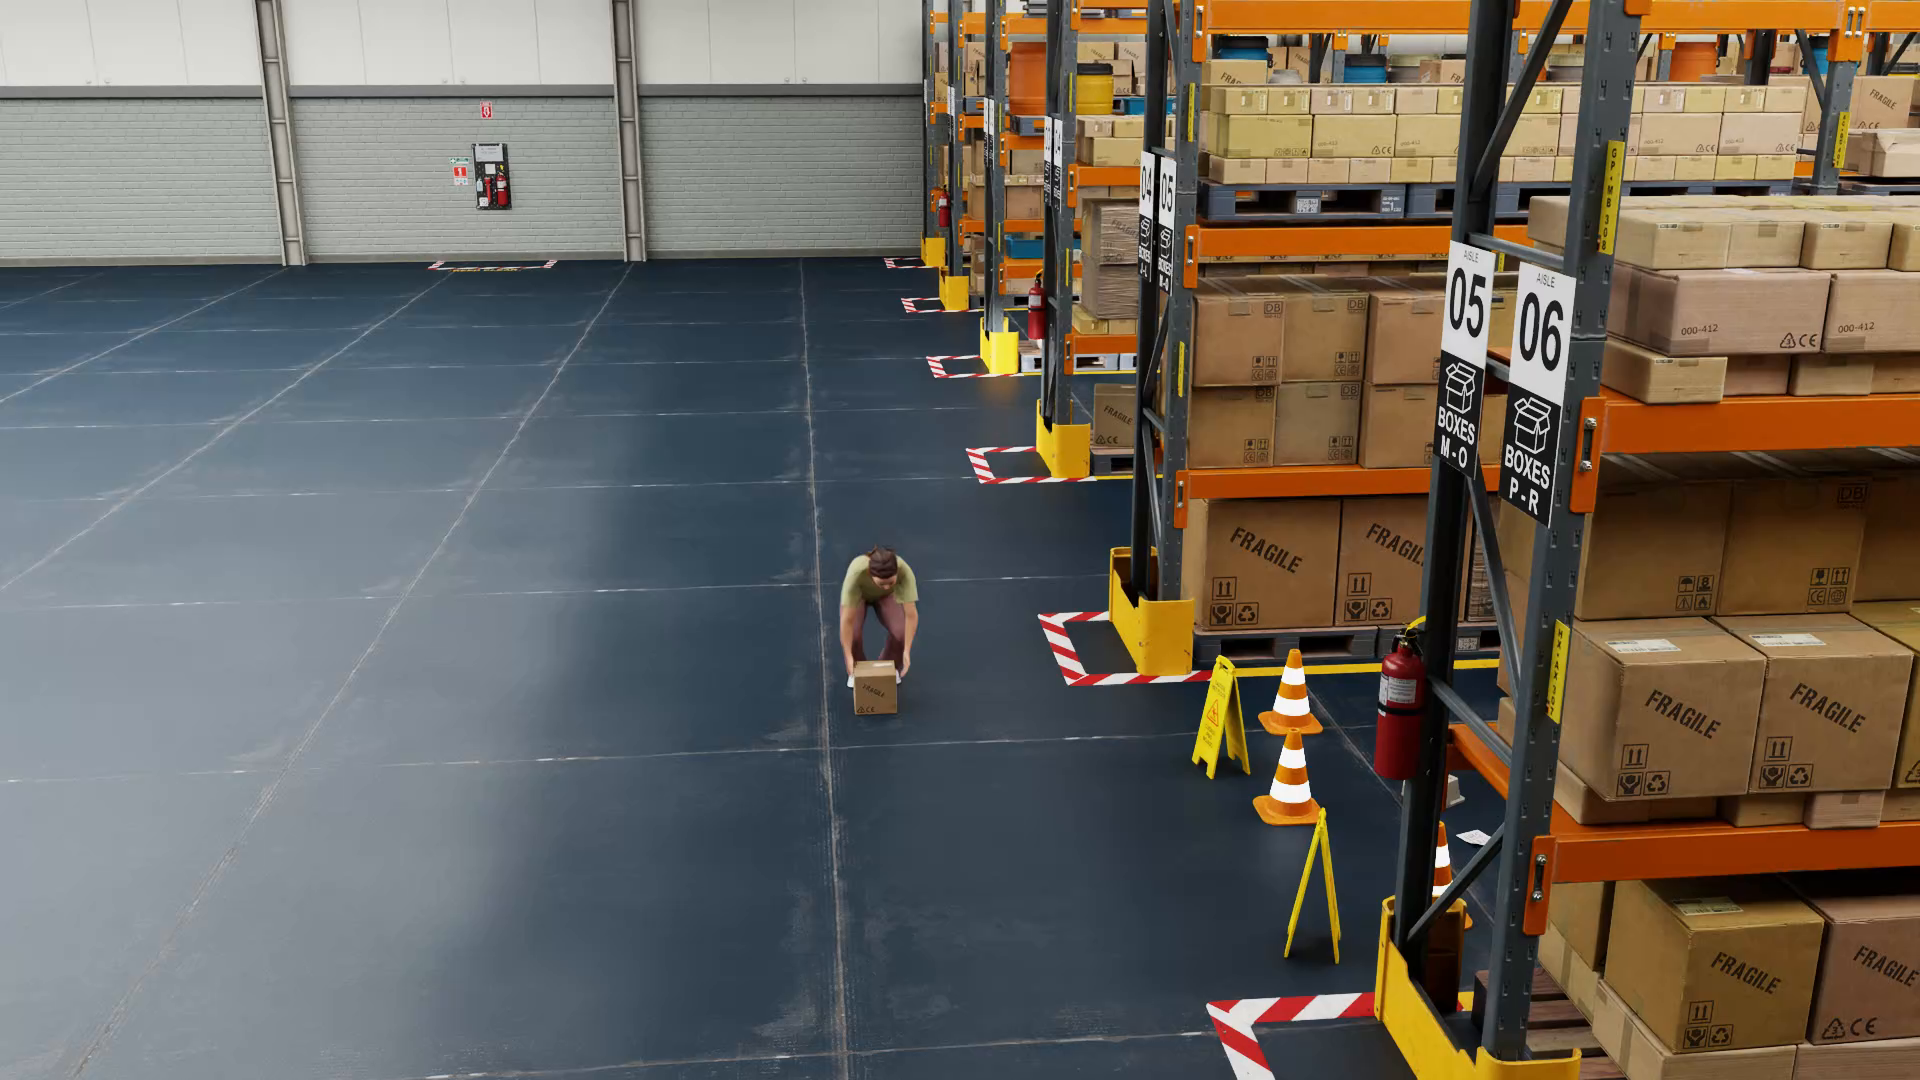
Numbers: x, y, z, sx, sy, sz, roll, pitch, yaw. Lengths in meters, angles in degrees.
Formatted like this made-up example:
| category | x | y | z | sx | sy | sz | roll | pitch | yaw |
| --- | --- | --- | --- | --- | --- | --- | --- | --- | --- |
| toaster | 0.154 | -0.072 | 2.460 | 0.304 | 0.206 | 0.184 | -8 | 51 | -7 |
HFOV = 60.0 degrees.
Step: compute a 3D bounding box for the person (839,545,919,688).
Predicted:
| category | x | y | z | sx | sy | sz | roll | pitch | yaw |
| --- | --- | --- | --- | --- | --- | --- | --- | --- | --- |
| person | -0.509 | 0.445 | 10.305 | 0.487 | 0.974 | 0.787 | -2 | 17 | -6 |
